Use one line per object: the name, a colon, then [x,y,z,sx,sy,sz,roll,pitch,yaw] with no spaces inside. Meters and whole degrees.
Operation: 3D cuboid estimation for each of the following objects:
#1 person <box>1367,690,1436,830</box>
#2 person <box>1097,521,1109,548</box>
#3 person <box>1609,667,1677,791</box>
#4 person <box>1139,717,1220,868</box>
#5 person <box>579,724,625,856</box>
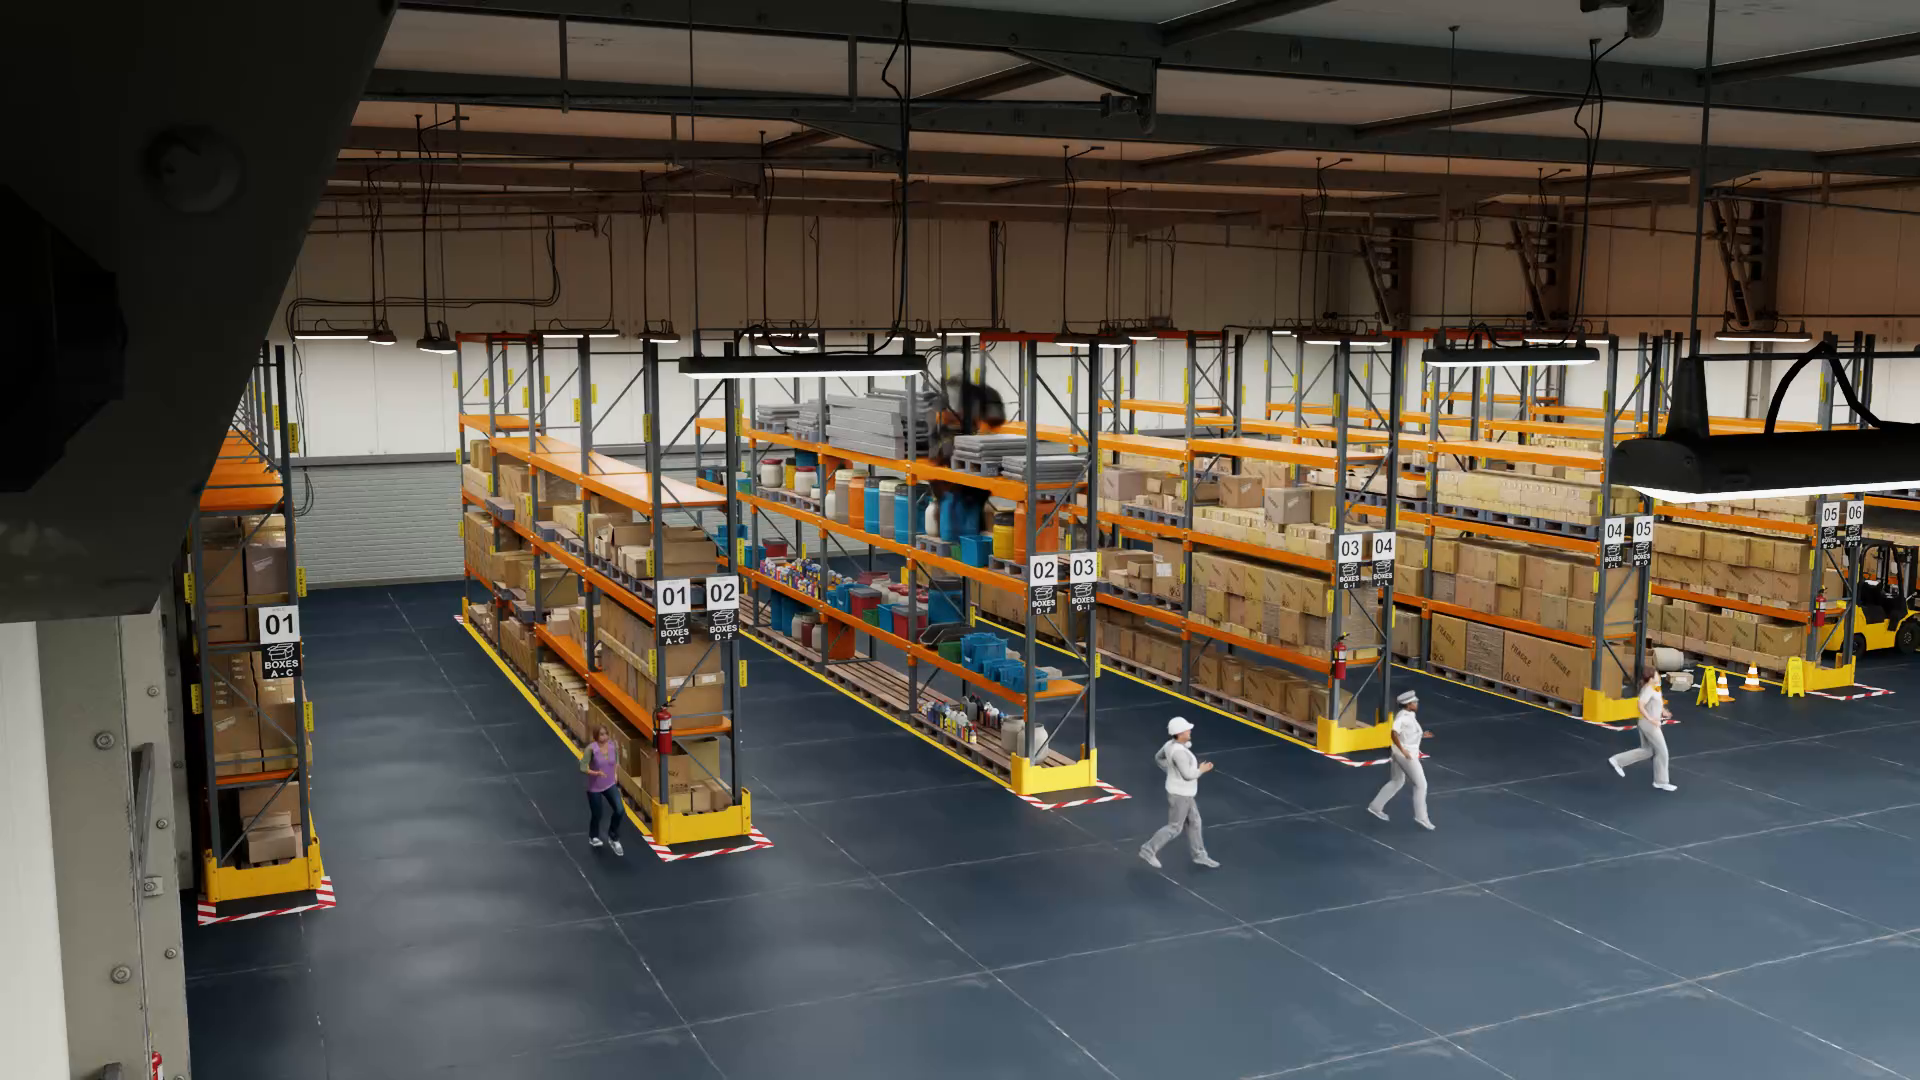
person: [5.509,2.721,20.645,0.805,1.751,0.565,0,8,2]
person: [3.061,0.386,37.934,0.662,1.734,0.771,-2,8,-13]
person: [9.196,2.524,22.303,0.879,1.669,0.567,2,8,13]
person: [2.512,2.885,18.943,0.952,1.772,0.650,0,8,0]
person: [-4.208,2.924,19.554,0.570,1.578,0.722,-5,9,-34]
